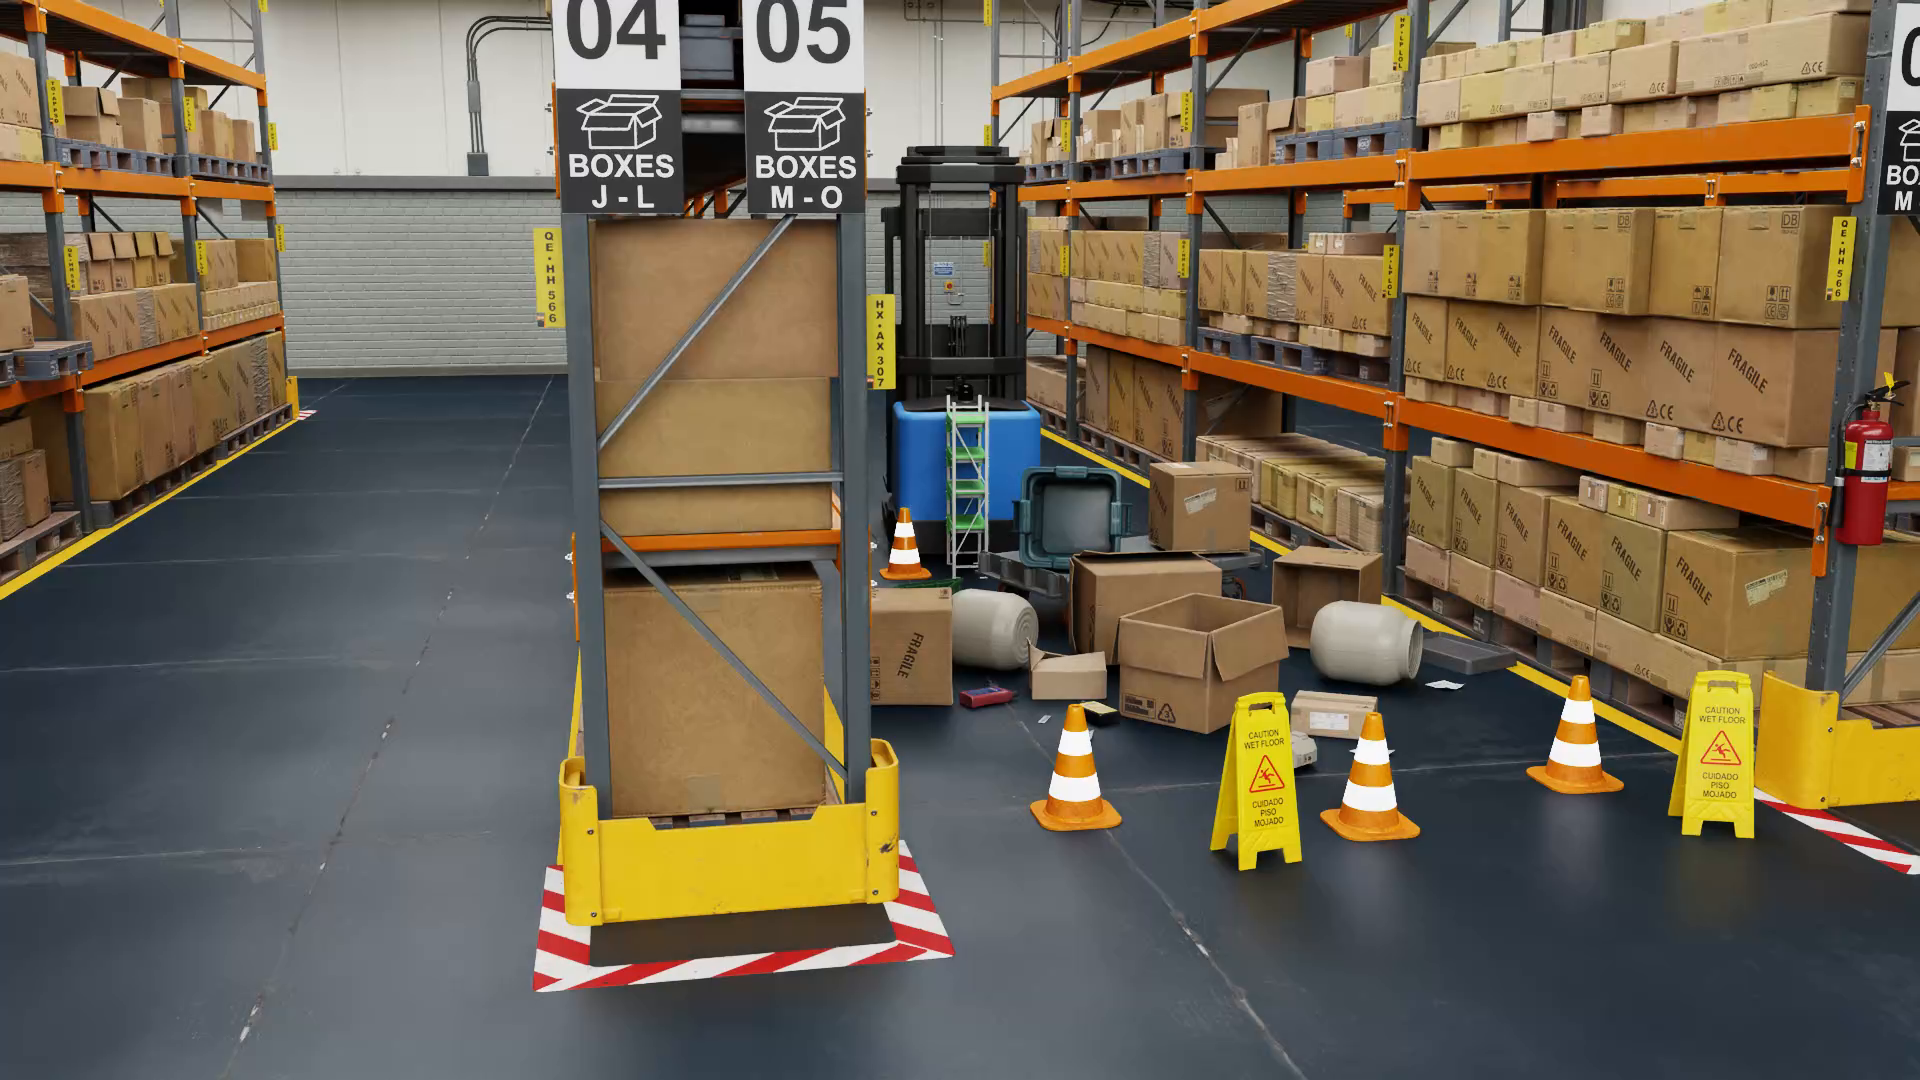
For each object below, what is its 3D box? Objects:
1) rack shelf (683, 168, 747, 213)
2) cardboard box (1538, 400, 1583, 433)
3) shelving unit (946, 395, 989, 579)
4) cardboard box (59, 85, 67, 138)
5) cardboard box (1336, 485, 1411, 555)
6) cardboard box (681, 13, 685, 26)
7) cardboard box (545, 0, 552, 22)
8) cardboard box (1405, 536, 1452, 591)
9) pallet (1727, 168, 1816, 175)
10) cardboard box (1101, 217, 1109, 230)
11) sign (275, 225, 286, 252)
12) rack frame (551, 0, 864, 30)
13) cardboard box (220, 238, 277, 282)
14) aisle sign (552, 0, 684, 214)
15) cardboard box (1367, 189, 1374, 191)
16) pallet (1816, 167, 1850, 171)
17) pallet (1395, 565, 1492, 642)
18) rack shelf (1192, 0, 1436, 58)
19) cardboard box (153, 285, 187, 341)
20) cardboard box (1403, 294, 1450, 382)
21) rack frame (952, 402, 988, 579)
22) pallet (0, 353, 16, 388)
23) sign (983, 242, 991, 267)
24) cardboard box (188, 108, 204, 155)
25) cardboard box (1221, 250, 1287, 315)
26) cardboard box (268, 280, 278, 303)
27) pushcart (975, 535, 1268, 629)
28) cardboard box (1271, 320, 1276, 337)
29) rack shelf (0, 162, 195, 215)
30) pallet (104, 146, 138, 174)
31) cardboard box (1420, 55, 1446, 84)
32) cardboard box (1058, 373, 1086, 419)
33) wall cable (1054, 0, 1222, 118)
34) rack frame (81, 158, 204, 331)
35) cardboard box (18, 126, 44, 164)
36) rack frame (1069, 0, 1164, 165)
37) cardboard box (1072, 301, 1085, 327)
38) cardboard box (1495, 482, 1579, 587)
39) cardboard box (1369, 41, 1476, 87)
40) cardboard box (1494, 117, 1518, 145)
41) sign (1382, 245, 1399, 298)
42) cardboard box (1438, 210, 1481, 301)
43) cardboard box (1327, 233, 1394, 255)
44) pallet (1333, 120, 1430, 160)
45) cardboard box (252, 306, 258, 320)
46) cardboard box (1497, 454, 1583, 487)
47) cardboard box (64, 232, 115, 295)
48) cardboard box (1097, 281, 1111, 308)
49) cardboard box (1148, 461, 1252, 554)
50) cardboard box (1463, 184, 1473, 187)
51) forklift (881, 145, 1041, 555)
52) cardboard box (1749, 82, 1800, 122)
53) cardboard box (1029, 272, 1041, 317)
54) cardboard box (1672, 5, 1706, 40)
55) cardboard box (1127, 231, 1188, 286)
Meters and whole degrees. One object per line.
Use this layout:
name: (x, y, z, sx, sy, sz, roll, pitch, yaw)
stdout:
rack shelf: (-1.986, -2.421, 11.296, 1.077, 0.370, 4.000, -2, 11, -11)
cardboard box: (3.301, -0.660, 8.811, 0.380, 0.149, 0.250, -2, 11, -11)
shelving unit: (0.049, -0.373, 11.445, 0.258, 1.200, 0.503, -1, 11, -5)
cardboard box: (-7.704, -3.499, 13.646, 0.500, 0.500, 0.500, -2, 11, -8)
cardboard box: (3.134, -0.144, 11.336, 0.950, 0.372, 0.625, -2, 11, -10)
cardboard box: (-1.056, -2.470, 7.844, 0.500, 0.250, 0.500, -2, 11, -12)
cardboard box: (-1.216, -1.855, 5.677, 0.380, 0.149, 0.250, -2, 11, -11)
cardboard box: (3.088, 0.130, 10.222, 0.500, 0.250, 0.500, -3, 11, -14)
pallet: (7.548, -3.307, 14.531, 1.213, 0.211, 1.003, -2, 11, -8)
cardboard box: (1.810, -3.573, 18.768, 0.380, 0.149, 0.250, -2, 11, -10)
sign: (-8.281, -3.675, 20.254, 0.100, 0.325, 0.005, -2, 11, -11)
rack frame: (-0.819, -3.148, 5.166, 1.000, 3.000, 0.127, -2, 11, -11)
cardboard box: (-8.464, -3.334, 19.791, 0.500, 0.500, 0.500, -2, 11, -10)
aisle sign: (-1.100, -1.454, 5.358, 0.394, 0.787, 0.004, -2, 11, -11)
cardboard box: (5.683, -4.751, 22.284, 0.380, 0.149, 0.250, -2, 11, -10)
pallet: (7.769, -3.102, 13.454, 1.003, 0.211, 1.213, -2, 11, -8)
pallet: (3.404, 0.359, 10.245, 1.003, 0.211, 1.213, -2, 11, -11)
rack shelf: (2.850, -3.897, 12.096, 1.077, 0.370, 4.000, -2, 11, -11)
cardboard box: (-7.590, -2.122, 15.554, 0.500, 0.500, 0.500, -2, 11, -9)
cardboard box: (3.051, -1.237, 10.110, 0.500, 0.500, 0.500, -2, 11, -11)
rack frame: (0.069, -0.327, 11.206, 0.240, 1.200, 0.015, -1, 11, -5)
pallet: (-6.835, -1.050, 10.704, 1.003, 0.211, 1.213, -2, 11, -11)
sign: (0.359, -3.779, 21.999, 0.100, 0.325, 0.005, -2, 11, -11)
cardboard box: (-8.349, -4.258, 17.363, 0.700, 0.500, 0.500, -2, 11, -8)
cardboard box: (2.429, -2.081, 13.424, 0.500, 0.500, 0.500, -2, 11, -8)
cardboard box: (-8.462, -2.966, 19.864, 0.500, 0.250, 0.500, -2, 11, -12)
pushcart: (1.012, 0.248, 10.386, 1.648, 0.377, 0.936, -6, 13, -31)
cardboard box: (2.621, -1.635, 12.812, 0.380, 0.149, 0.250, -2, 11, -9)
rack shelf: (-7.649, -2.993, 14.300, 1.077, 0.370, 4.000, -2, 11, -11)
pallet: (-7.658, -3.208, 14.010, 1.003, 0.211, 1.213, -2, 11, -8)
cardboard box: (2.980, -2.805, 9.927, 0.380, 0.149, 0.250, -2, 11, -12)
cardboard box: (1.666, -1.667, 19.159, 0.875, 0.438, 0.875, -2, 11, -12)
wall cable: (3.000, -7.453, 27.688, 2.988, 3.039, 0.133, -2, 11, -11)
rack frame: (-8.038, -2.239, 16.440, 1.000, 3.000, 0.127, -2, 11, -11)
cardboard box: (-6.927, -2.827, 11.908, 0.500, 0.250, 0.500, -2, 11, -11)
rack frame: (1.683, -5.547, 17.773, 1.000, 3.000, 0.127, -2, 11, -11)
cardboard box: (1.509, -2.436, 17.873, 0.500, 0.250, 0.500, -2, 11, -12)
cardboard box: (3.303, -0.046, 9.139, 0.500, 0.500, 0.500, -2, 11, -8)
cardboard box: (3.001, -3.086, 10.806, 0.500, 0.250, 0.500, -2, 11, -10)
cardboard box: (3.221, -2.278, 9.291, 0.380, 0.149, 0.250, -2, 11, -9)
sign: (2.695, -1.681, 10.407, 0.100, 0.325, 0.005, -2, 11, -11)
cardboard box: (3.189, -1.636, 9.532, 0.700, 0.500, 0.500, -2, 11, -11)
cardboard box: (2.780, -2.055, 11.551, 0.380, 0.149, 0.250, -2, 11, -13)
pallet: (3.223, -2.631, 10.977, 1.213, 0.211, 1.003, -2, 11, -11)
cardboard box: (-8.173, -2.562, 18.804, 0.380, 0.149, 0.250, -2, 11, -11)
cardboard box: (3.211, -0.389, 9.206, 0.380, 0.149, 0.250, -1, 11, -8)
cardboard box: (-7.511, -2.302, 13.819, 0.797, 0.503, 0.637, -2, 11, -10)
cardboard box: (1.693, -2.493, 16.835, 0.500, 0.250, 0.500, -2, 11, -10)
cardboard box: (1.498, -0.206, 10.419, 0.500, 0.500, 0.500, -2, 11, -11)
cardboard box: (6.147, -4.231, 19.555, 0.380, 0.149, 0.250, -2, 11, -11)
forklift: (-0.052, -1.556, 13.033, 1.130, 2.935, 3.031, -1, 11, -5)
cardboard box: (3.592, -1.849, 7.037, 0.380, 0.149, 0.250, -2, 11, -11)
cardboard box: (1.124, -2.911, 19.699, 0.500, 0.500, 0.500, -2, 11, -12)
cardboard box: (3.542, -2.380, 7.698, 0.380, 0.149, 0.250, -2, 11, -11)
cardboard box: (1.906, -2.677, 15.797, 0.500, 0.500, 0.500, -2, 11, -11)
